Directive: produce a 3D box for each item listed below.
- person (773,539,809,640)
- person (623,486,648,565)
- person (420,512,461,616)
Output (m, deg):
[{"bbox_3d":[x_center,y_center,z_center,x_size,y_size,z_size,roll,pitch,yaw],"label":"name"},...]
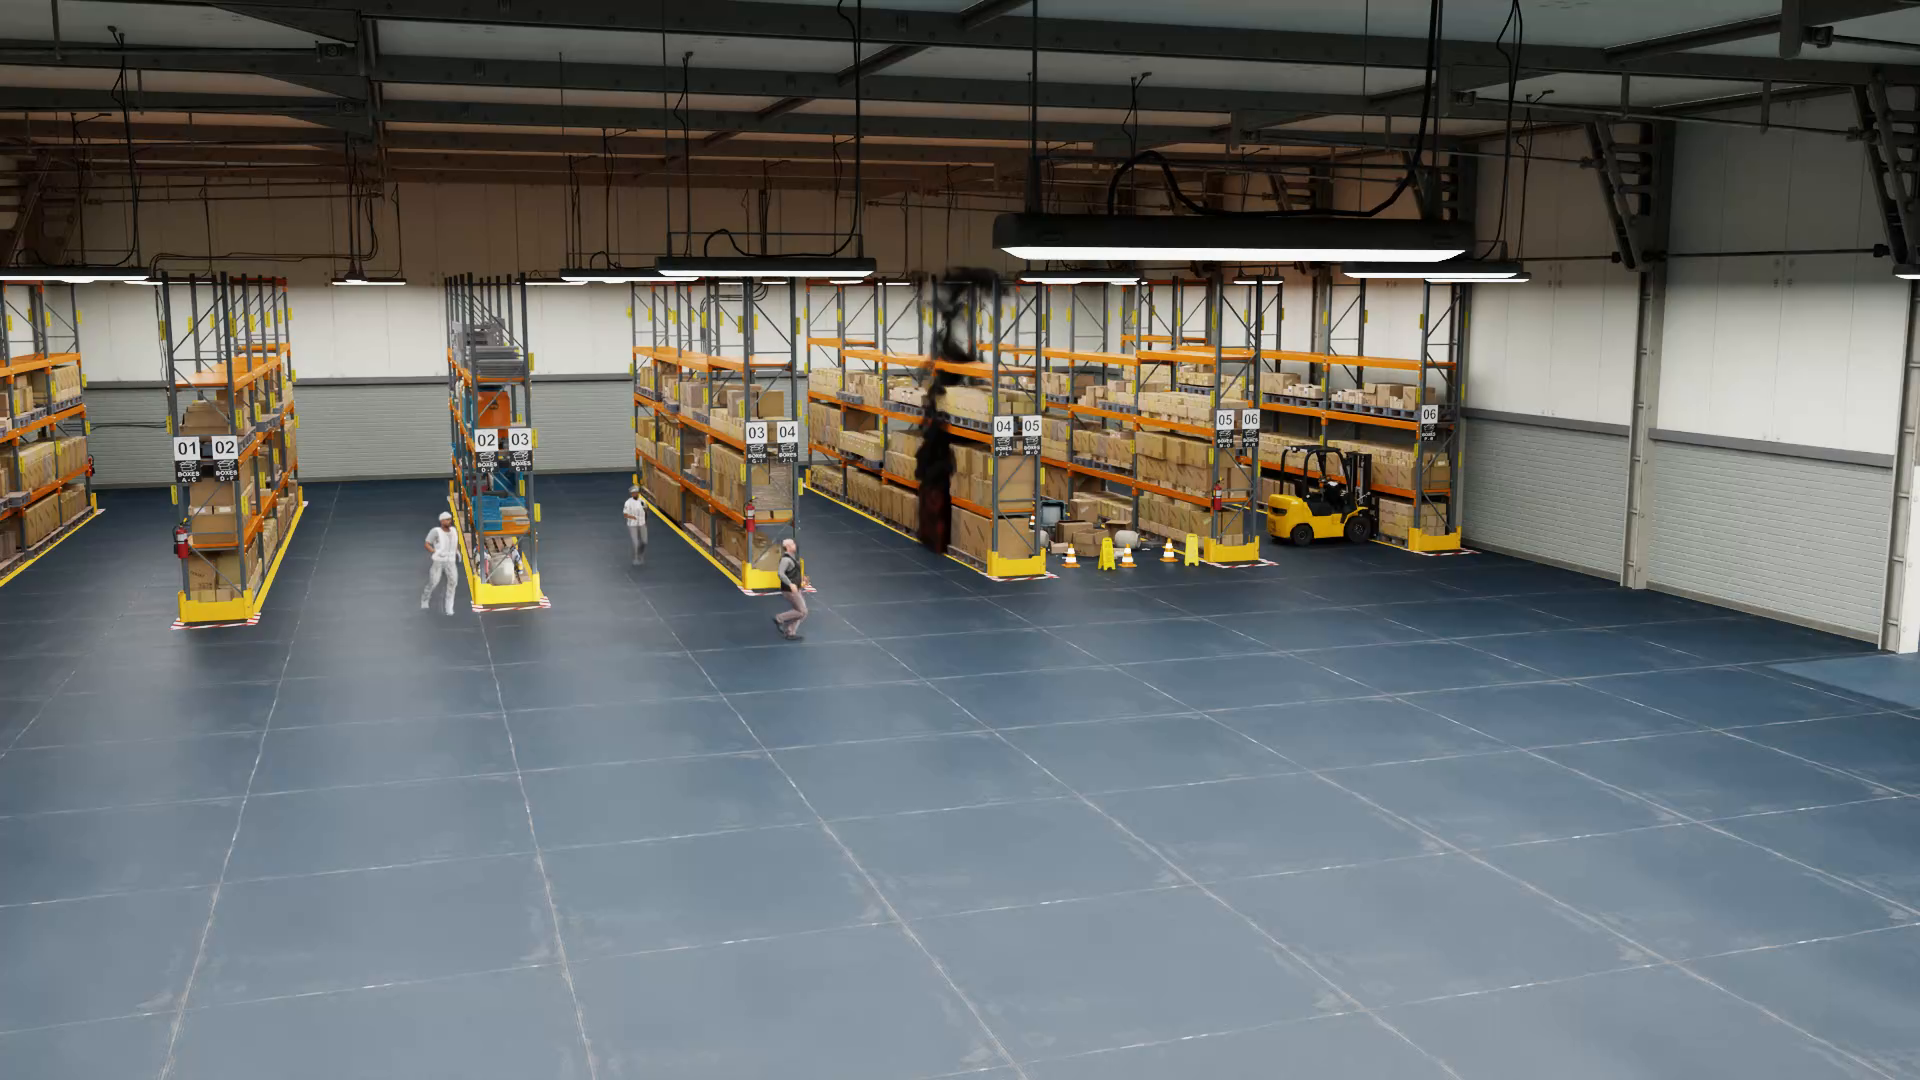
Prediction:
[{"bbox_3d":[-2.768,0.811,27.203,0.582,1.669,0.657,0,9,0],"label":"person"},{"bbox_3d":[-6.677,-0.301,34.497,0.563,1.663,0.572,-4,10,-27],"label":"person"},{"bbox_3d":[-9.167,0.402,29.601,0.826,1.802,0.742,8,12,44],"label":"person"}]
